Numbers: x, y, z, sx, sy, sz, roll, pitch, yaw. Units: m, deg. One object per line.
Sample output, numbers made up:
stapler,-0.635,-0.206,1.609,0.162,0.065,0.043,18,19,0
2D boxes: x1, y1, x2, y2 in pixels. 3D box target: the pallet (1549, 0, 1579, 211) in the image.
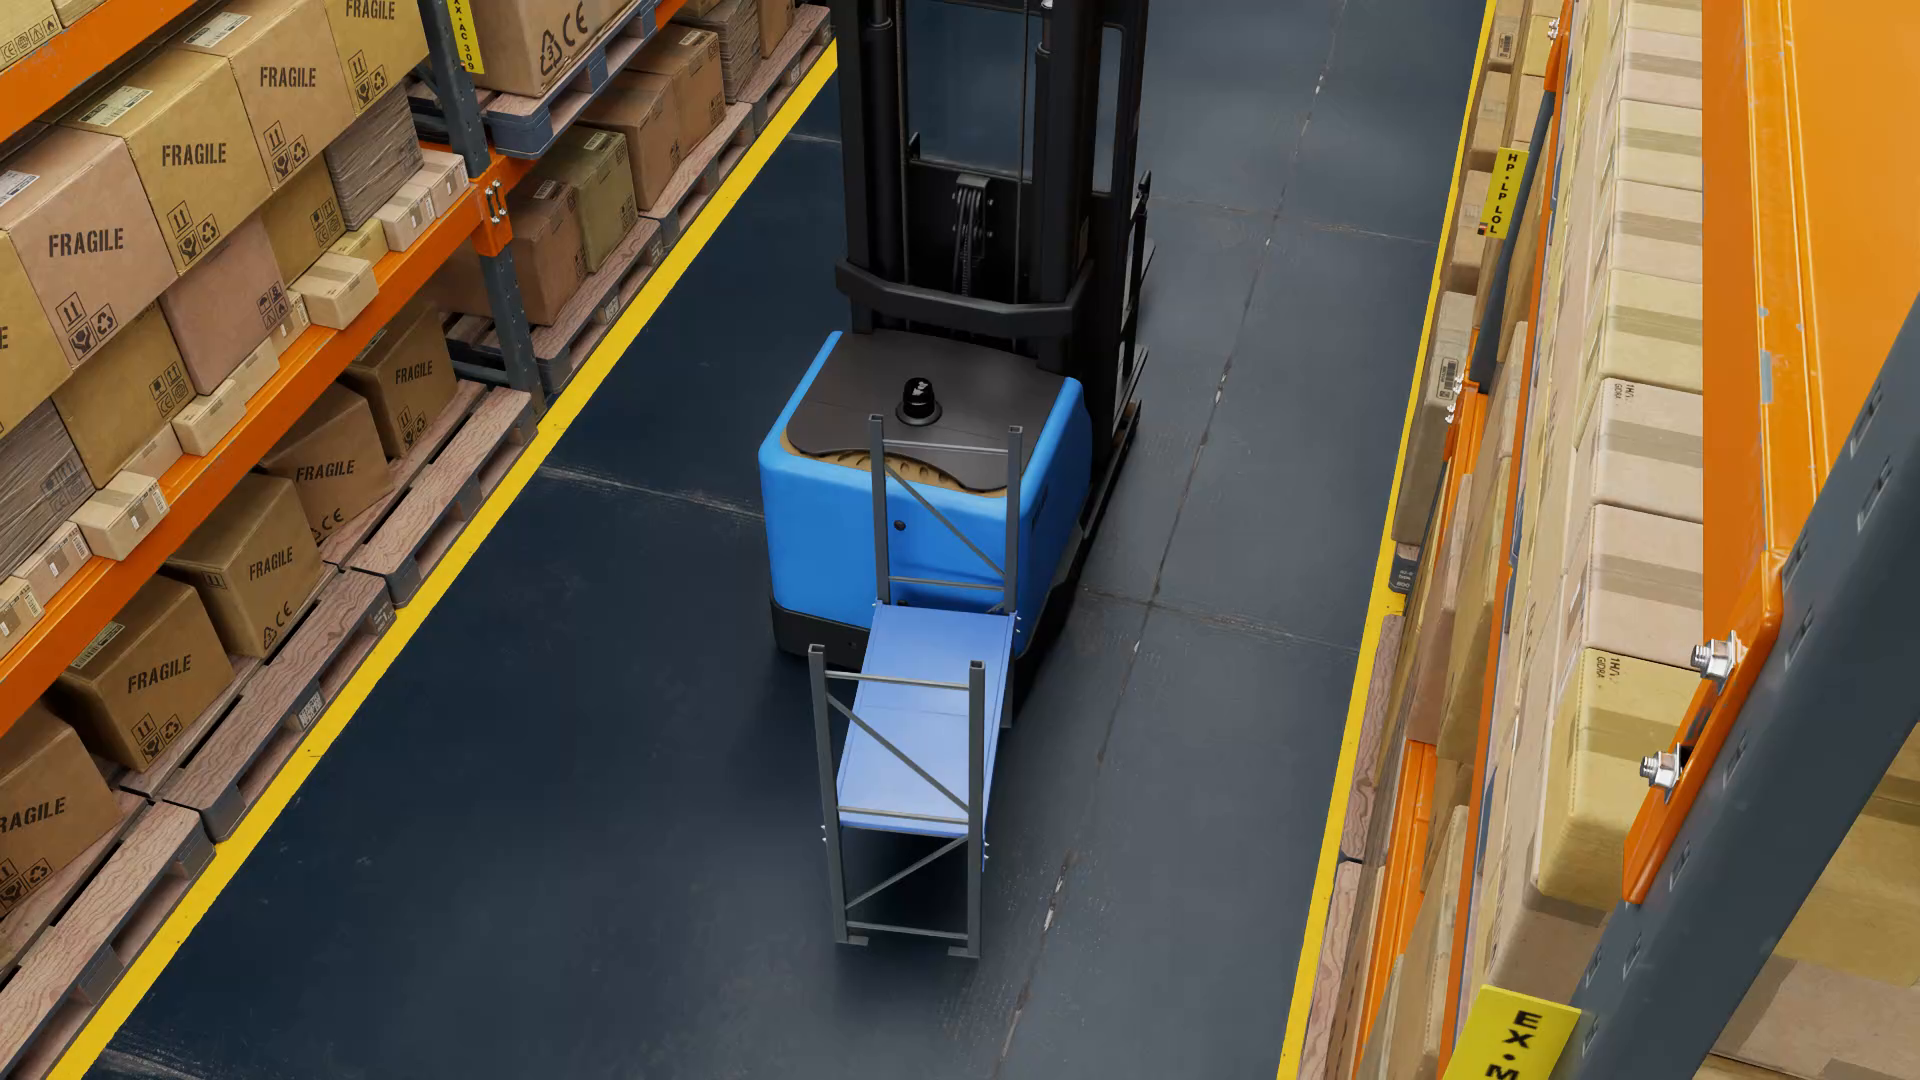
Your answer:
pallet,2.020,-1.121,4.069,1.003,0.211,1.213,13,46,13

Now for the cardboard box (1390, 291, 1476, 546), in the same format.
cardboard box,2.380,-0.403,6.724,1.050,0.750,0.750,12,46,12

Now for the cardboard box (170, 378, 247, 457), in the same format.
cardboard box,-2.672,-0.449,5.643,0.380,0.149,0.250,13,46,13

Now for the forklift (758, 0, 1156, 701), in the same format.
forklift,0.194,-1.467,6.552,1.130,2.935,3.031,13,46,13

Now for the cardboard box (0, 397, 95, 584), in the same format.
cardboard box,-3.208,-0.261,4.987,0.875,0.500,0.500,13,46,13

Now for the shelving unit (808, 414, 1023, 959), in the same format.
shelving unit,-0.113,0.511,5.555,0.538,1.500,1.048,5,45,5

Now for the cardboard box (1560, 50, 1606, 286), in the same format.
cardboard box,1.406,-0.657,3.054,0.500,0.250,0.500,13,46,13

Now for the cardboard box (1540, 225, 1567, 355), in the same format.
cardboard box,1.306,-0.435,3.112,0.380,0.149,0.250,13,46,13

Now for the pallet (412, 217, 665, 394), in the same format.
pallet,-2.185,-1.264,8.290,1.003,0.211,1.213,13,46,13

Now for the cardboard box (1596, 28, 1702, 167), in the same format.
cardboard box,1.306,-0.724,2.837,0.380,0.149,0.250,13,46,13

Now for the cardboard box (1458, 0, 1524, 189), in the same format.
cardboard box,3.218,-2.249,8.611,1.050,0.750,0.750,12,46,12

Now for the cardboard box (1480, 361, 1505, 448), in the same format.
cardboard box,2.177,-0.429,5.335,0.875,0.550,0.550,13,46,13

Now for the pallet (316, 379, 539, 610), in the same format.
pallet,-2.589,-0.290,7.294,1.003,0.211,1.213,13,46,13

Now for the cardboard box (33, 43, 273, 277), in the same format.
cardboard box,-2.596,-1.216,5.248,0.500,0.500,0.500,13,46,13

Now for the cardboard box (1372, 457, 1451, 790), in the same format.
cardboard box,2.020,0.390,5.825,0.875,0.875,0.875,13,46,13

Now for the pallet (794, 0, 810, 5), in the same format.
pallet,-0.897,-3.921,11.005,1.003,0.211,1.213,13,46,13

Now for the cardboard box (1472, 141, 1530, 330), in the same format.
cardboard box,2.181,-1.064,6.020,0.500,0.500,0.500,12,46,12

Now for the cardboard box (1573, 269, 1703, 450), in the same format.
cardboard box,1.076,-0.217,2.319,0.380,0.149,0.250,13,46,13

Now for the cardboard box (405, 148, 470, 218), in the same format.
cardboard box,-2.204,-1.446,6.662,0.380,0.149,0.250,13,46,13

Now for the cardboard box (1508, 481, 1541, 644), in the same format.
cardboard box,1.075,0.074,2.592,0.380,0.149,0.250,13,46,13

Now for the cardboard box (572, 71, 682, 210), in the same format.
cardboard box,-1.881,-2.097,8.620,0.700,0.500,0.500,9,45,9

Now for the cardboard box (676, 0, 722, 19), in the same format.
cardboard box,-1.533,-3.131,9.140,0.500,0.250,0.500,17,47,17

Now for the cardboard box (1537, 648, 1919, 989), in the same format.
cardboard box,0.845,0.293,1.798,0.380,0.149,0.250,13,46,13

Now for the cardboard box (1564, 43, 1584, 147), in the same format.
cardboard box,1.537,-0.943,3.631,0.380,0.149,0.250,12,46,12

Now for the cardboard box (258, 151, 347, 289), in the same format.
cardboard box,-2.799,-1.271,6.019,0.875,0.500,0.500,13,46,13

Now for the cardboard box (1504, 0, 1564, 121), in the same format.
cardboard box,2.638,-2.076,7.055,0.500,0.500,0.500,12,46,12

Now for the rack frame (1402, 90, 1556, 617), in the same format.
rack frame,2.277,-0.624,5.642,1.000,3.000,0.127,13,46,13

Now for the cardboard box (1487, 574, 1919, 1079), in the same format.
cardboard box,0.948,0.347,2.028,0.500,0.250,0.500,13,46,13

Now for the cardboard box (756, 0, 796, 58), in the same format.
cardboard box,-1.392,-3.221,9.768,0.700,0.500,0.500,10,45,10

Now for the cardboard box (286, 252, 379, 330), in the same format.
cardboard box,-2.391,-0.937,6.142,0.380,0.149,0.250,13,46,13

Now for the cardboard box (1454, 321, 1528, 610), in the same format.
cardboard box,1.782,-0.103,4.230,0.875,0.550,0.550,13,46,13

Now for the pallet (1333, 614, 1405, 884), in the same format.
pallet,1.972,0.863,6.116,1.003,0.211,1.213,13,46,13

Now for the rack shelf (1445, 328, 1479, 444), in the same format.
rack shelf,2.883,-1.700,7.256,1.077,0.370,4.000,13,46,13

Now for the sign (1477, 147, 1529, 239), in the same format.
sign,1.757,-1.118,5.375,0.100,0.325,0.005,13,46,13

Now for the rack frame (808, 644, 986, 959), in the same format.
rack frame,-0.178,0.863,5.195,0.500,1.500,0.032,5,45,5

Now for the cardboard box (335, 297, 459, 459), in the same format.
cardboard box,-2.578,-0.740,7.248,0.500,0.500,0.500,11,45,11

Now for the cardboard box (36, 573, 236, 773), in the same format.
cardboard box,-3.069,0.436,6.045,0.500,0.500,0.500,17,47,16

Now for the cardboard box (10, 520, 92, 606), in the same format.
cardboard box,-2.945,0.040,5.143,0.380,0.149,0.250,13,46,13

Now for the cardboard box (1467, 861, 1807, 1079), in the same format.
cardboard box,0.844,0.581,2.074,0.380,0.149,0.250,12,46,12

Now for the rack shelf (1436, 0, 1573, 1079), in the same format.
rack shelf,1.672,-0.106,3.482,1.077,0.370,4.000,13,46,13

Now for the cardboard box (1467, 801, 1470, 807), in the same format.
cardboard box,1.570,1.014,3.861,0.875,0.550,0.550,13,46,13
